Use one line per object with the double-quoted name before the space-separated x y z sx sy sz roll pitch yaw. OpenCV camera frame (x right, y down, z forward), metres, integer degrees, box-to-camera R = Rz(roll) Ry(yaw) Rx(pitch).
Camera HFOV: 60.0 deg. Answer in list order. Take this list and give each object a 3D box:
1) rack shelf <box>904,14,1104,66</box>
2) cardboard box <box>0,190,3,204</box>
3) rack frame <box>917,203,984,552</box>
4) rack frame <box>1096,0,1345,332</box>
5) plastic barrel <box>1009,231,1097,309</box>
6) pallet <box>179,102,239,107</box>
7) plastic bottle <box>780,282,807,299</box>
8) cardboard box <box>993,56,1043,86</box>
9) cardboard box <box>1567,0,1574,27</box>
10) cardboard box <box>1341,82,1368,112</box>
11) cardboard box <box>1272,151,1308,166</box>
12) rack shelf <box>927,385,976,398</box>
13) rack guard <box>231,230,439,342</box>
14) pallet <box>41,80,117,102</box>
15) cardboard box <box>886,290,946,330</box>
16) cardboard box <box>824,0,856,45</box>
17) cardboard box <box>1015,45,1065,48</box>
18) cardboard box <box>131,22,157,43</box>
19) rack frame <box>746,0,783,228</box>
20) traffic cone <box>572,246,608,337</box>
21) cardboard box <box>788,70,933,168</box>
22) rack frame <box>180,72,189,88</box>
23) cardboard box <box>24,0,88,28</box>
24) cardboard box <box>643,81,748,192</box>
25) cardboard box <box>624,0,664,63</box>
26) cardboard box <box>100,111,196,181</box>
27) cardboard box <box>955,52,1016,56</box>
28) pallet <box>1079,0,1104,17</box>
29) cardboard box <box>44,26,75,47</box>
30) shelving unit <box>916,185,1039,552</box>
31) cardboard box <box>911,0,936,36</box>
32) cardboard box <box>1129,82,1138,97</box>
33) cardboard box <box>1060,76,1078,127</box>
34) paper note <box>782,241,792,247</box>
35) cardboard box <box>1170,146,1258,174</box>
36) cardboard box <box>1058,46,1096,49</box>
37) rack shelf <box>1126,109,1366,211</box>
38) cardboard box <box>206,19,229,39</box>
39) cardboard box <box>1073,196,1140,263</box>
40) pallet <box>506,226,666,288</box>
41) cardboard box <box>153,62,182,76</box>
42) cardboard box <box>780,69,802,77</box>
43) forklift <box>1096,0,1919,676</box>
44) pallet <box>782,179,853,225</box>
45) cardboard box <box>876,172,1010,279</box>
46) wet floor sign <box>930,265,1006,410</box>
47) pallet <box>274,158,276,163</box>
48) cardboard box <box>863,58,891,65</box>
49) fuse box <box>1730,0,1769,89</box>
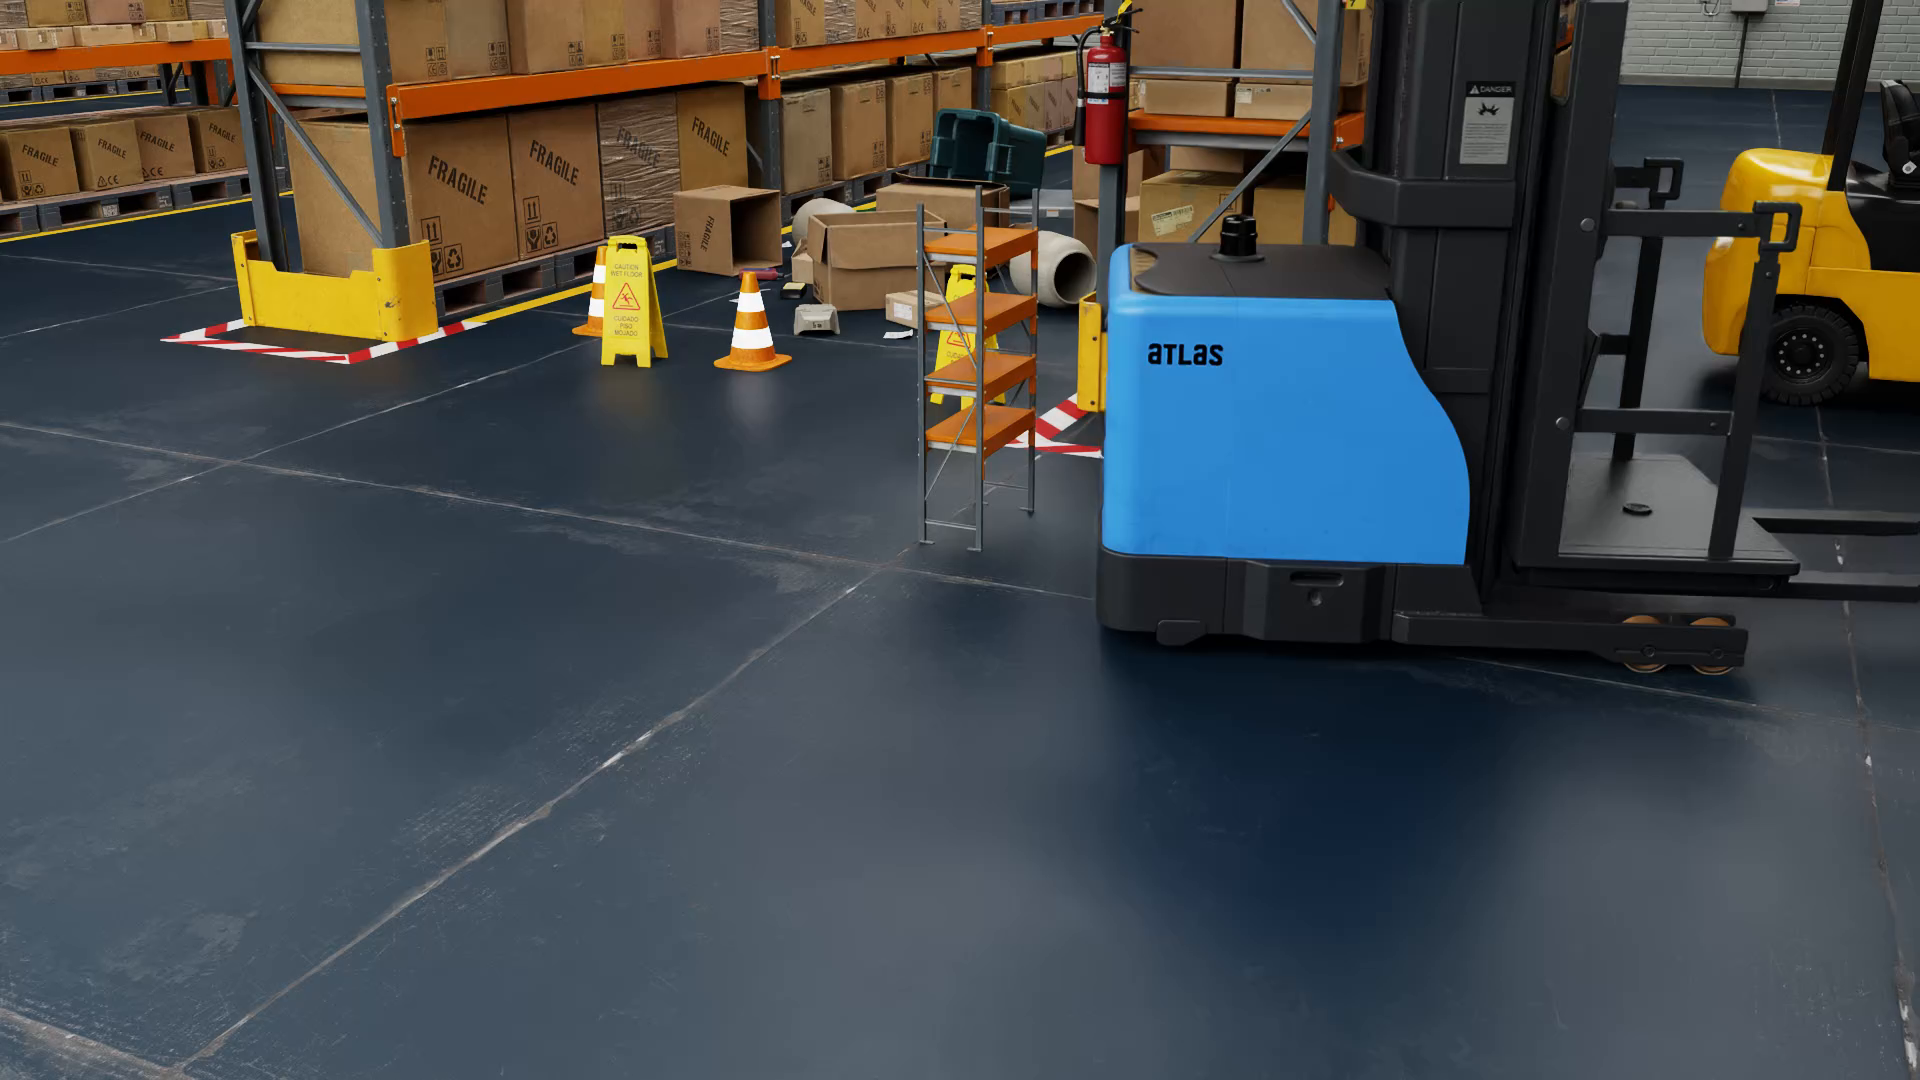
"rack shelf" 0.630 -5.332 17.559 1.077 0.370 4.000 9 21 23
"cardboard box" -7.464 -2.722 12.249 0.500 0.500 0.500 15 25 37
"rack frame" -0.032 -0.541 5.700 0.240 1.200 0.015 9 21 23
"rack frame" 1.092 -1.966 7.020 1.000 3.000 0.127 9 21 23
"plastic barrel" 0.557 -1.591 9.811 0.421 0.421 0.512 -9 22 -24
"pallet" -8.907 -5.384 20.792 1.003 0.211 1.213 9 21 23
"plastic bottle" -1.016 -1.535 10.193 0.133 0.061 0.283 1 20 4
"cardboard box" 0.522 -4.766 16.877 0.500 0.250 0.500 8 21 22
"cardboard box" 5.619 -5.085 16.013 0.500 0.250 0.500 8 21 21
"cardboard box" 1.693 -2.072 7.693 0.380 0.149 0.250 8 21 21
"cardboard box" 1.606 -1.815 8.955 0.500 0.500 0.500 8 21 21
"rack shelf" 0.068 -0.579 5.923 0.199 0.029 0.442 9 21 23
"rack guard" -3.475 -1.429 9.241 1.175 0.500 0.348 9 21 23
"pallet" -12.868 -6.412 23.684 1.003 0.211 1.213 9 21 23
"cardboard box" -0.214 -1.300 9.403 0.250 0.149 0.380 -14 24 -33
"cardboard box" -1.160 -4.162 13.047 0.500 0.500 0.500 9 21 23
"cardboard box" 0.905 -5.466 18.847 0.500 0.250 0.500 8 21 20
"cardboard box" -6.622 -4.031 13.201 0.380 0.149 0.250 9 21 23
"rack frame" -1.827 -3.837 12.281 1.000 3.000 0.127 9 21 23
"traffic cone" -1.952 -1.386 9.176 0.336 0.463 0.334 9 21 23
"cardboard box" -0.875 -3.756 14.784 1.050 0.750 0.750 9 21 24
"rack frame" -12.071 -8.354 24.983 1.000 3.000 0.127 9 21 23
"cardboard box" -7.144 -4.145 12.553 0.875 0.500 0.500 9 21 23
"cardboard box" -2.148 -2.851 12.053 0.875 0.875 0.875 9 21 24
"cardboard box" -2.500 -3.473 11.034 0.875 0.550 0.550 9 21 23
"cardboard box" -6.739 -3.276 13.806 0.500 0.500 0.500 17 26 40
"cardboard box" 0.271 -4.987 17.500 0.500 0.250 0.500 9 22 24
"pallet" -2.505 -6.036 16.510 5.816 1.713 7.625 9 21 23
"cardboard box" -6.930 -3.801 12.556 0.380 0.149 0.250 9 21 23
"shelving unit" 0.068 -0.616 5.910 0.258 1.200 0.503 9 21 23
"cardboard box" -0.539 -4.627 14.354 0.500 0.500 0.500 8 21 22
"cardboard box" 1.889 -5.344 19.703 0.380 0.149 0.250 10 22 25
"cardboard box" 0.951 -4.729 17.893 0.500 0.500 0.500 8 21 22
"paper note" -1.725 -4.195 17.449 2.542 0.211 11.881 -5 20 -15
"cardboard box" 1.271 -1.929 8.306 0.380 0.149 0.250 9 22 24
"cardboard box" 1.375 -5.393 18.643 0.500 0.250 0.500 8 21 21
"rack shelf" 1.911 -2.238 8.859 1.077 0.370 4.000 9 21 23
"cardboard box" -6.242 -4.249 13.814 0.380 0.149 0.250 9 21 23
"cardboard box" 1.050 -1.871 10.480 0.500 0.500 0.500 -9 22 -24
"pallet" -2.708 -1.927 11.072 1.003 0.211 1.213 9 21 23
"cardboard box" -12.012 -7.194 24.794 0.500 0.500 0.500 8 21 22
"cardboard box" -2.692 -6.381 21.980 0.875 0.875 0.875 9 21 23
"forklift" 1.963 -1.171 4.888 3.031 2.935 1.130 2 20 5
"pallet" -1.580 -2.769 13.441 1.003 0.211 1.213 9 21 23
"cardboard box" -0.123 -2.025 10.709 0.797 0.637 0.503 9 21 23
"wet floor sign" 0.038 -0.945 7.664 0.267 0.644 0.232 18 26 41
"pallet" -5.993 -3.473 15.419 1.003 0.211 1.213 9 21 23
"cardboard box" -1.586 -7.207 24.301 0.875 0.875 0.875 9 21 23
"fuse box" 11.789 -7.644 24.909 0.539 1.711 0.414 9 21 23
